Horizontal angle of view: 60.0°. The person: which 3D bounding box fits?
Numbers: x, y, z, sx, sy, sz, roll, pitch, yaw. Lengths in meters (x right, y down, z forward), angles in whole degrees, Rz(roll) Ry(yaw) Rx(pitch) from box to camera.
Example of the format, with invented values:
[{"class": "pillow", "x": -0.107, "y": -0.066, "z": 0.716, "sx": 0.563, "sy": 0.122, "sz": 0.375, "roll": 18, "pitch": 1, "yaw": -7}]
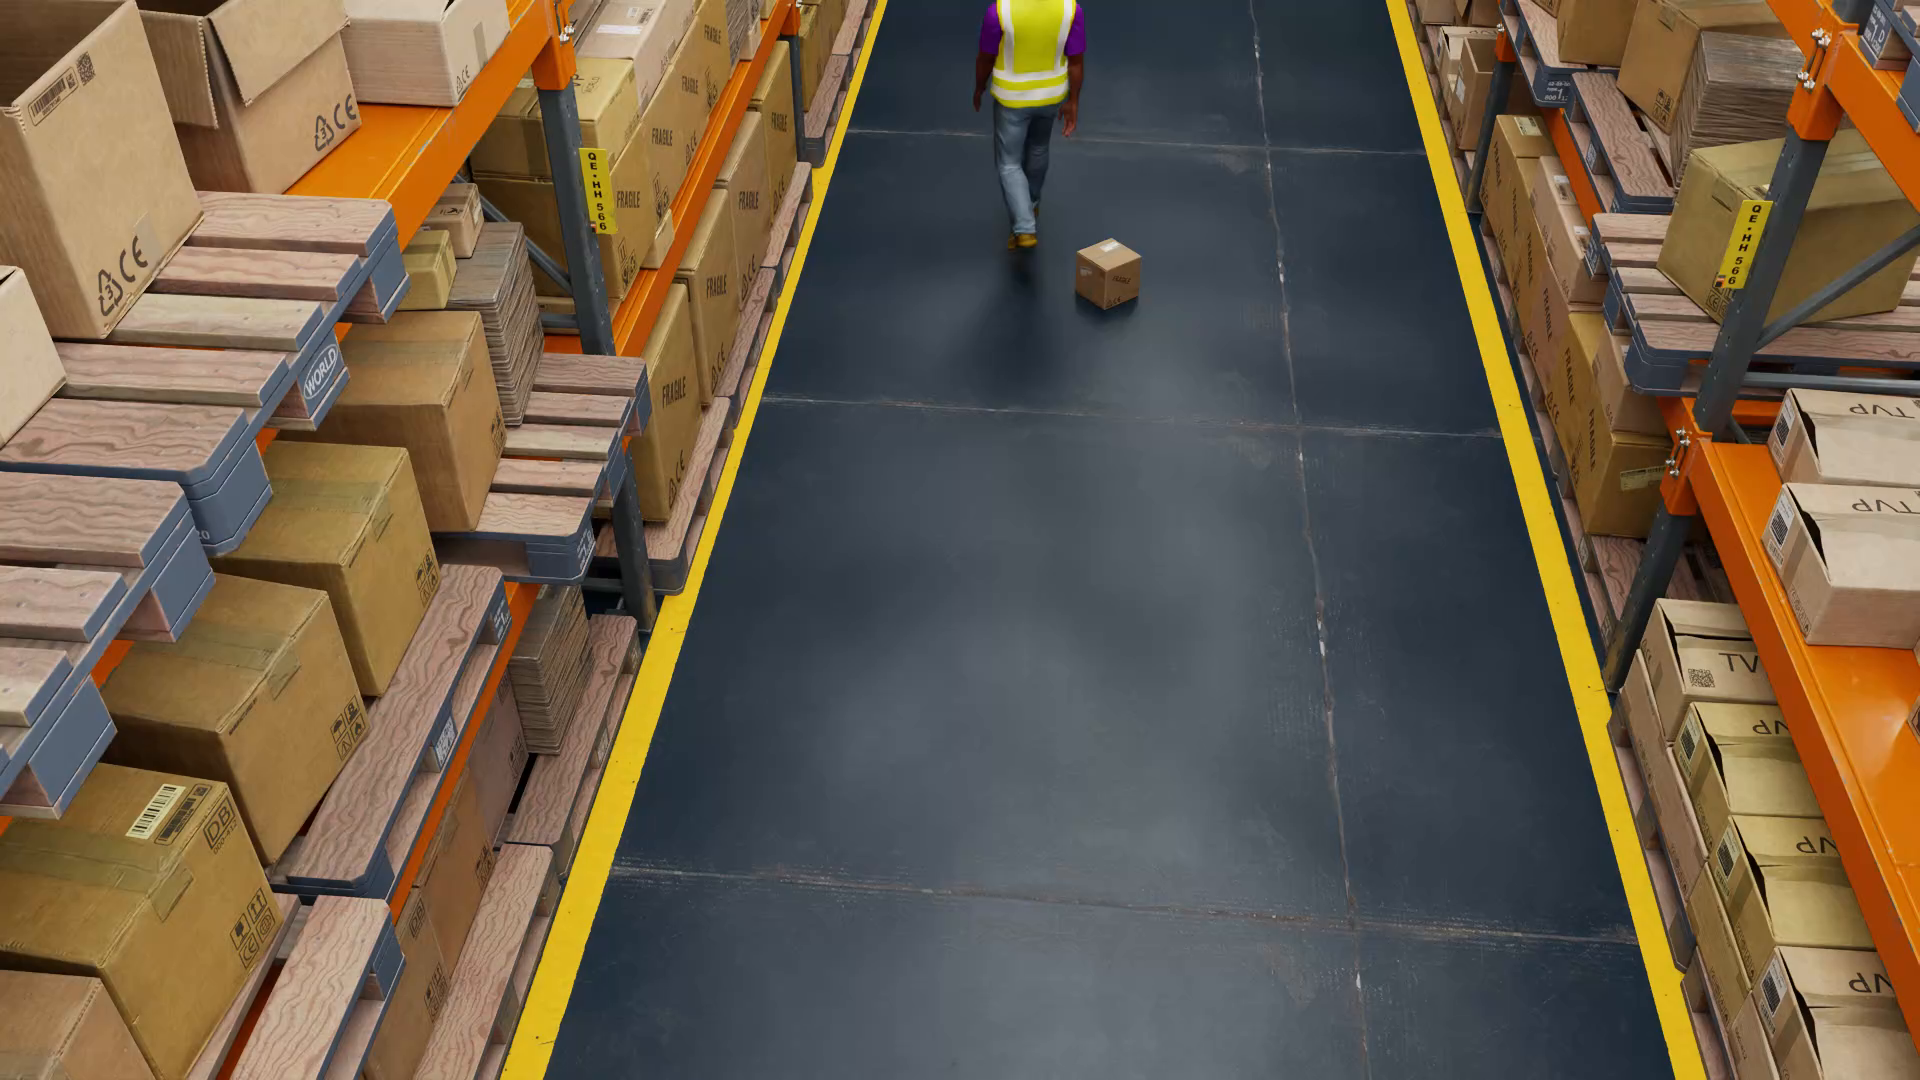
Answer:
[{"class": "person", "x": 0.369, "y": -2.428, "z": 9.042, "sx": 0.566, "sy": 1.732, "sz": 0.951, "roll": -7, "pitch": 40, "yaw": -9}]
